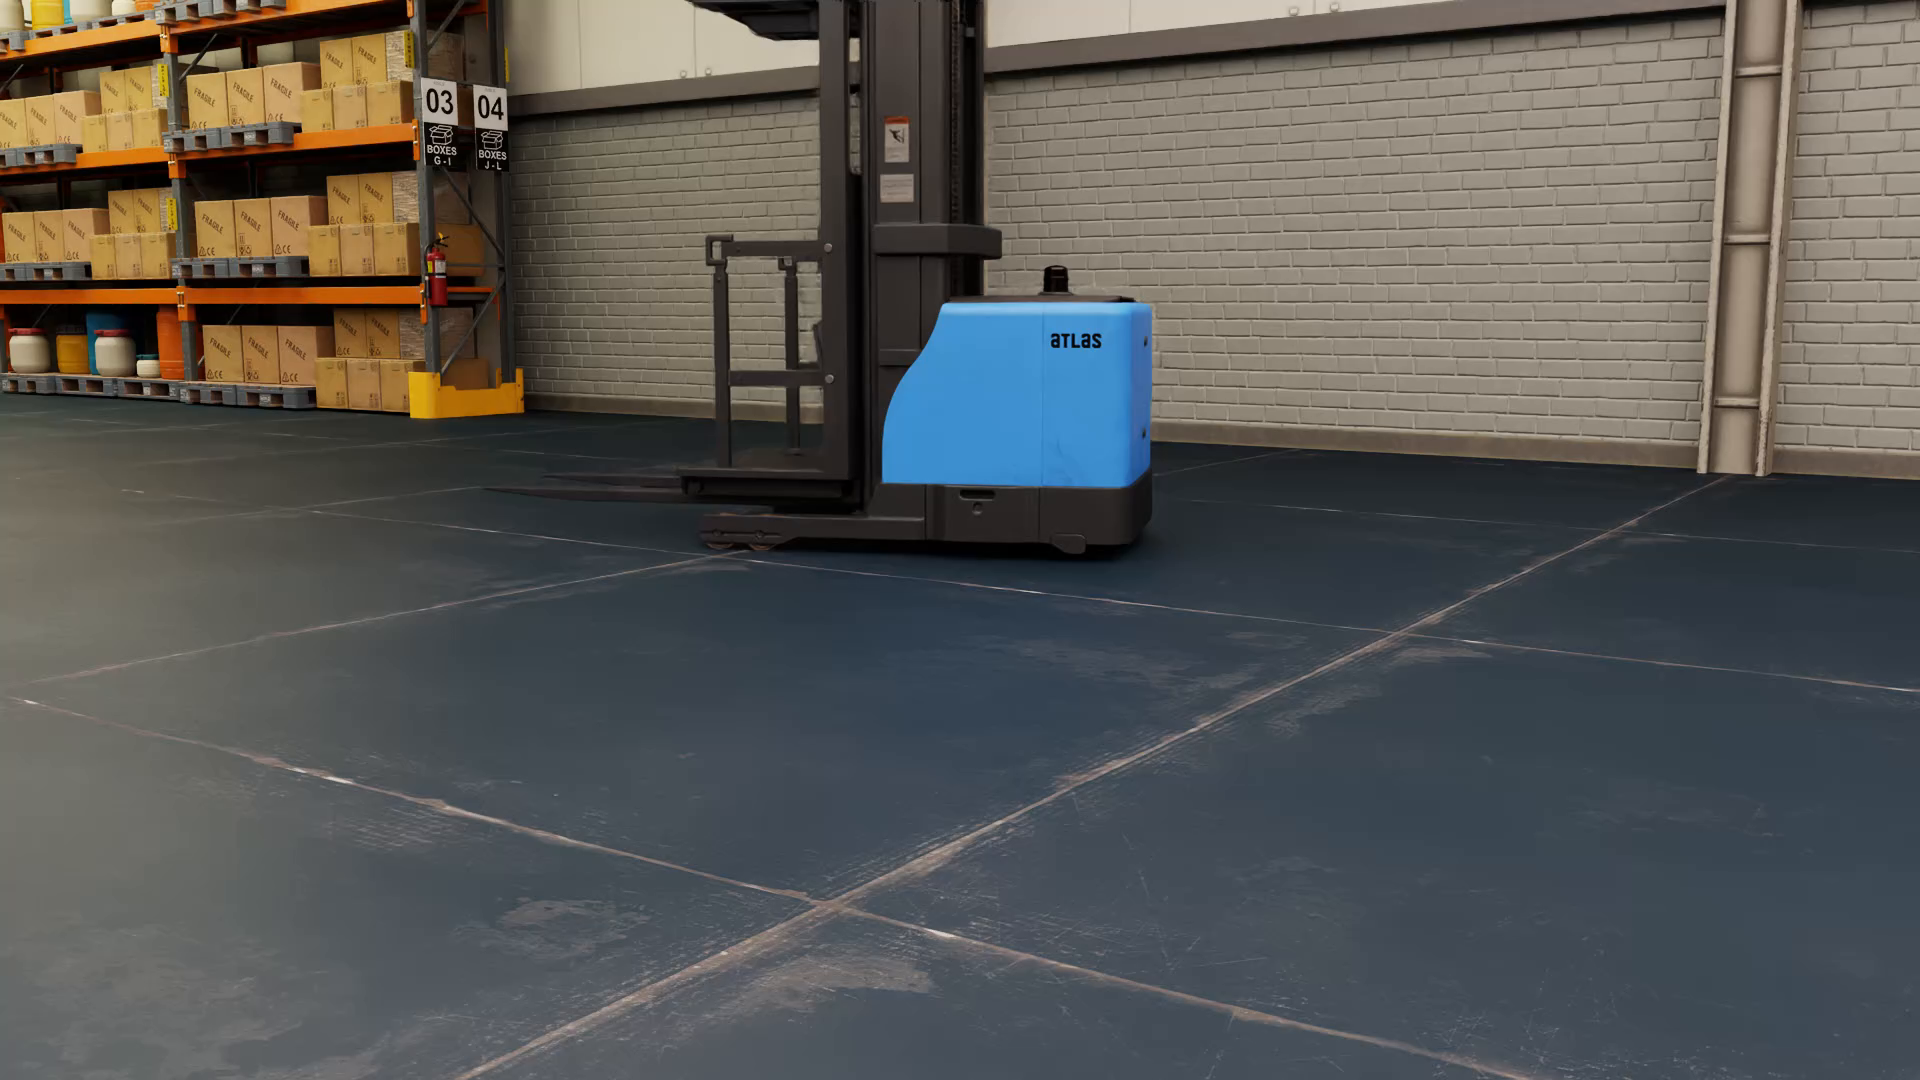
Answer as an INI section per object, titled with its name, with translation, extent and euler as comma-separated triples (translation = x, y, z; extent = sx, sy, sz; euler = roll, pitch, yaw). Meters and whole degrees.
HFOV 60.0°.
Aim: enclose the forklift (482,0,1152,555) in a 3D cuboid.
[forklift]
translation = -0.668, -1.471, 7.539
extent = 3.031, 2.935, 1.130
euler = 2, 8, 12
